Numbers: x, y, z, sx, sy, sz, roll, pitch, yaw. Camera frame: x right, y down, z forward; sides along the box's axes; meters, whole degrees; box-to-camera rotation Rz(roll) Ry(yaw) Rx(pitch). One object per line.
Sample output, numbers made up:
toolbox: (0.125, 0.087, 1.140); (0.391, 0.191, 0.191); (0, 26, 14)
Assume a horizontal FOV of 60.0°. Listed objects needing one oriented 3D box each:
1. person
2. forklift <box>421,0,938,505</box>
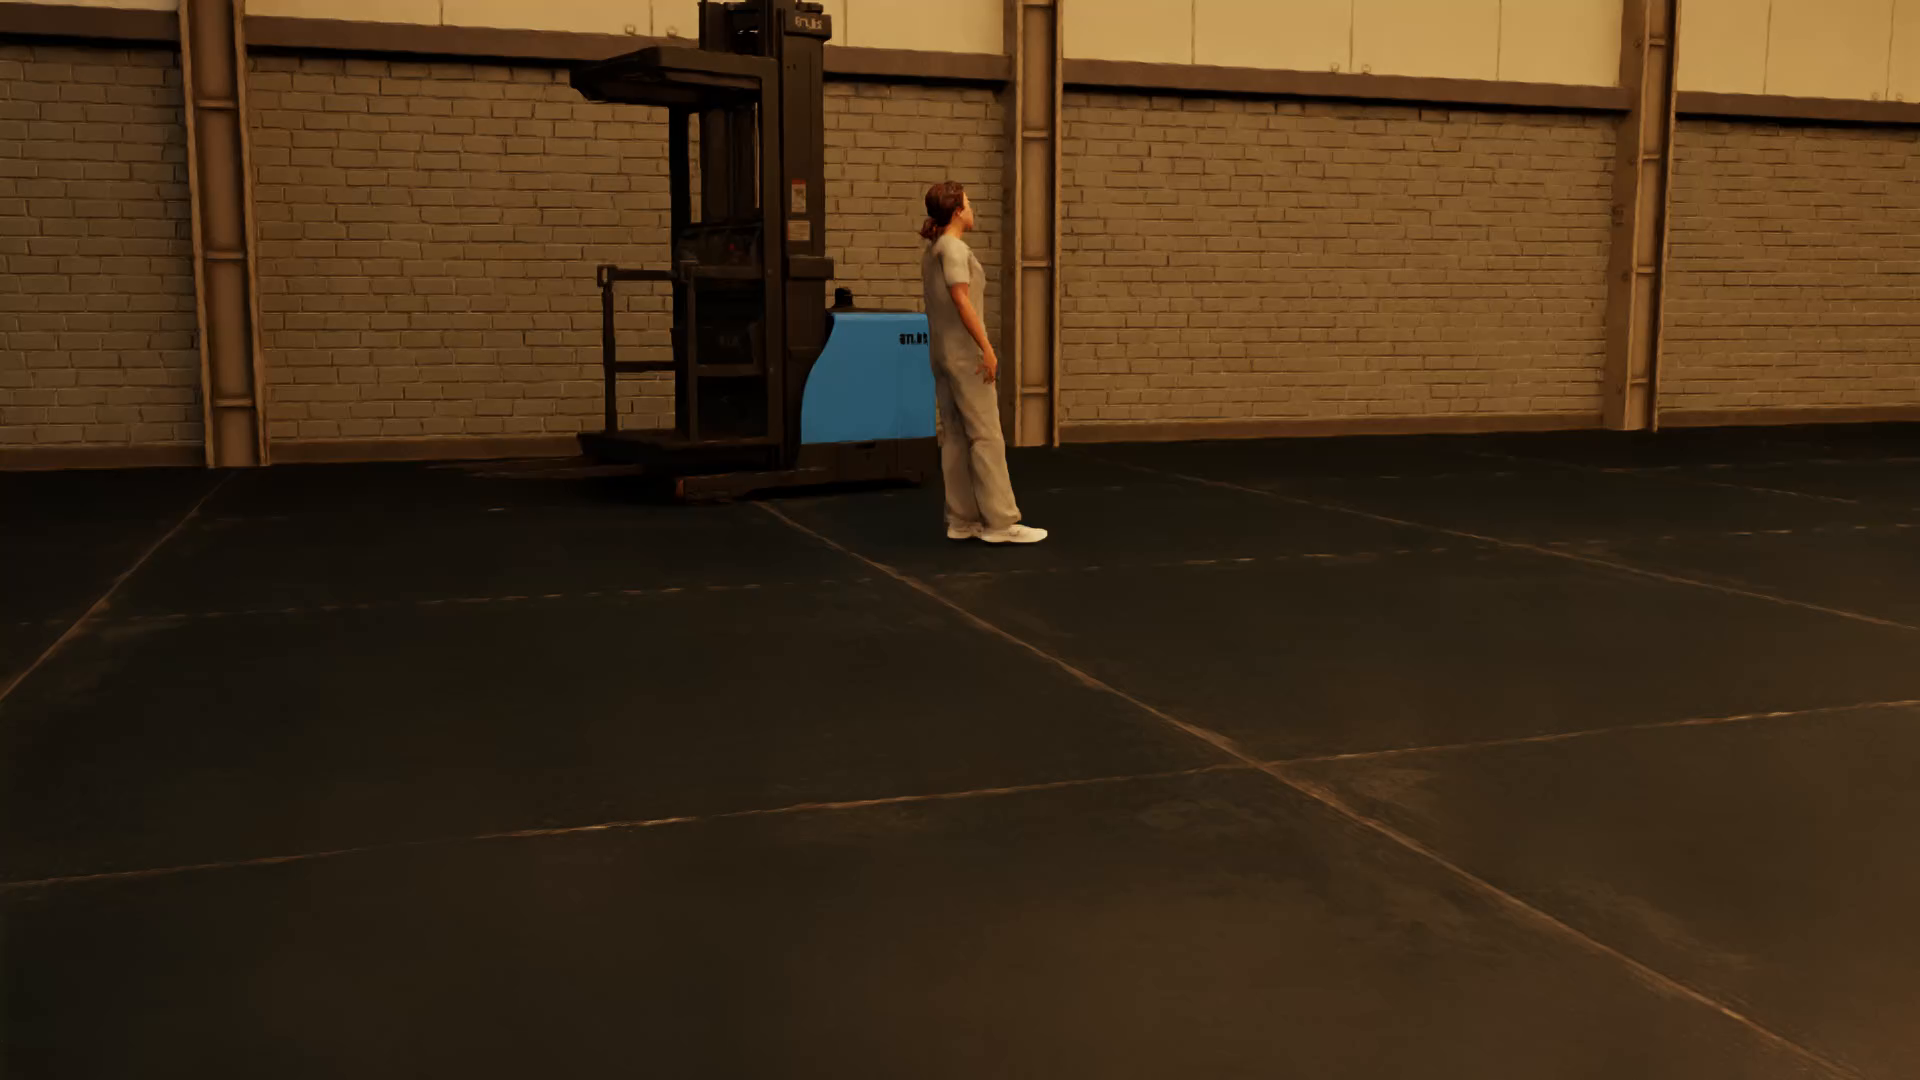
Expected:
person: (0.074, -0.838, 7.821); (0.548, 1.673, 0.550); (-3, 8, -18)
forklift: (-1.604, -1.726, 9.743); (3.031, 2.935, 1.130); (-6, 10, -38)
